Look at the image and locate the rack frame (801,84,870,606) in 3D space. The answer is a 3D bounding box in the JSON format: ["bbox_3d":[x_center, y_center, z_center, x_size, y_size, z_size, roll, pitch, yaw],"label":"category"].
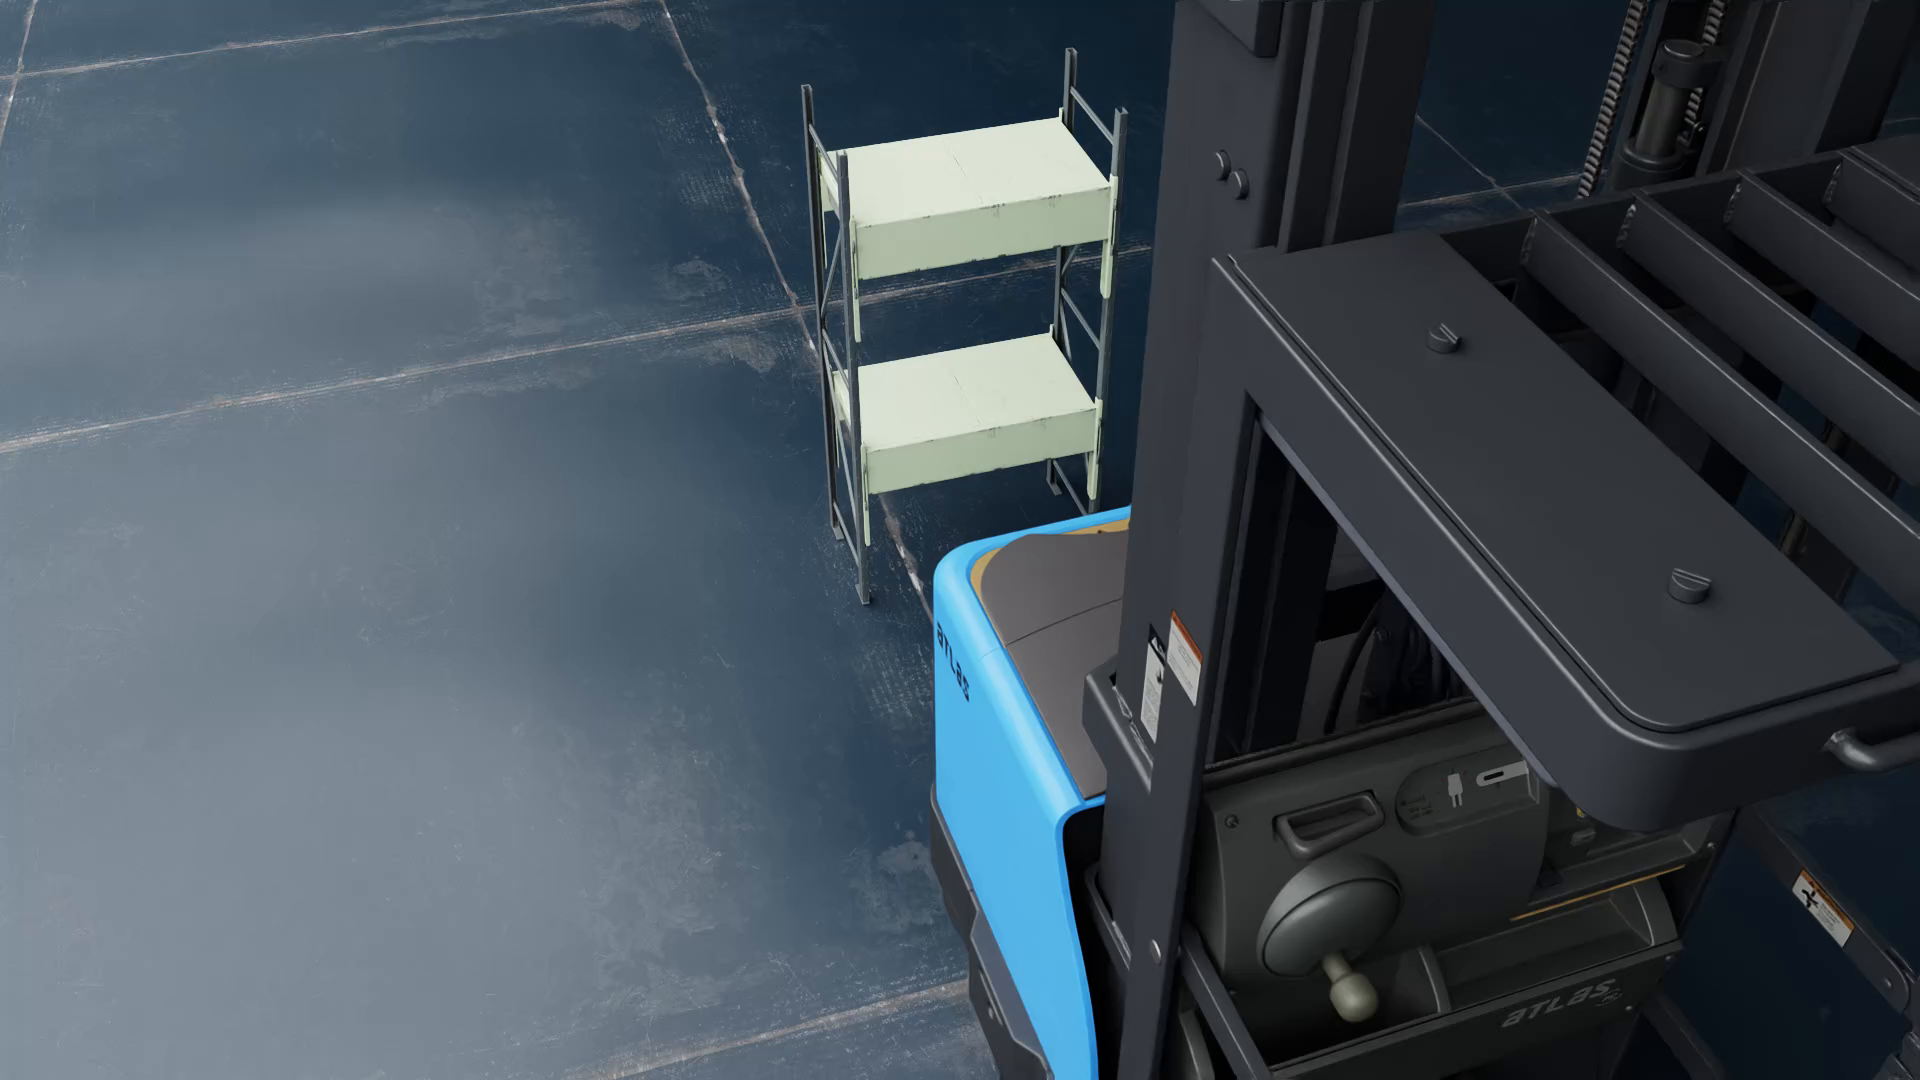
[{"bbox_3d":[-0.343,-0.494,4.675,0.023,1.500,0.400,-12,42,-13],"label":"rack frame"}]

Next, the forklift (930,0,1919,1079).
[{"bbox_3d":[0.887,0.537,2.407,1.130,2.935,3.031,-13,43,-14],"label":"forklift"}]

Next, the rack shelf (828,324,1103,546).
[{"bbox_3d":[0.006,-0.321,4.973,0.720,0.370,0.431,-12,42,-13],"label":"rack shelf"}]

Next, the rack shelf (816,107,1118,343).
[{"bbox_3d":[0.006,-0.860,4.501,0.720,0.370,0.431,-12,42,-13],"label":"rack shelf"}]

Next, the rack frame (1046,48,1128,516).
[{"bbox_3d":[0.355,-0.638,4.841,0.023,1.500,0.400,-12,42,-13],"label":"rack frame"}]

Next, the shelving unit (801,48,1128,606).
[{"bbox_3d":[0.006,-0.566,4.758,0.755,1.500,0.431,-12,42,-13],"label":"shelving unit"}]
